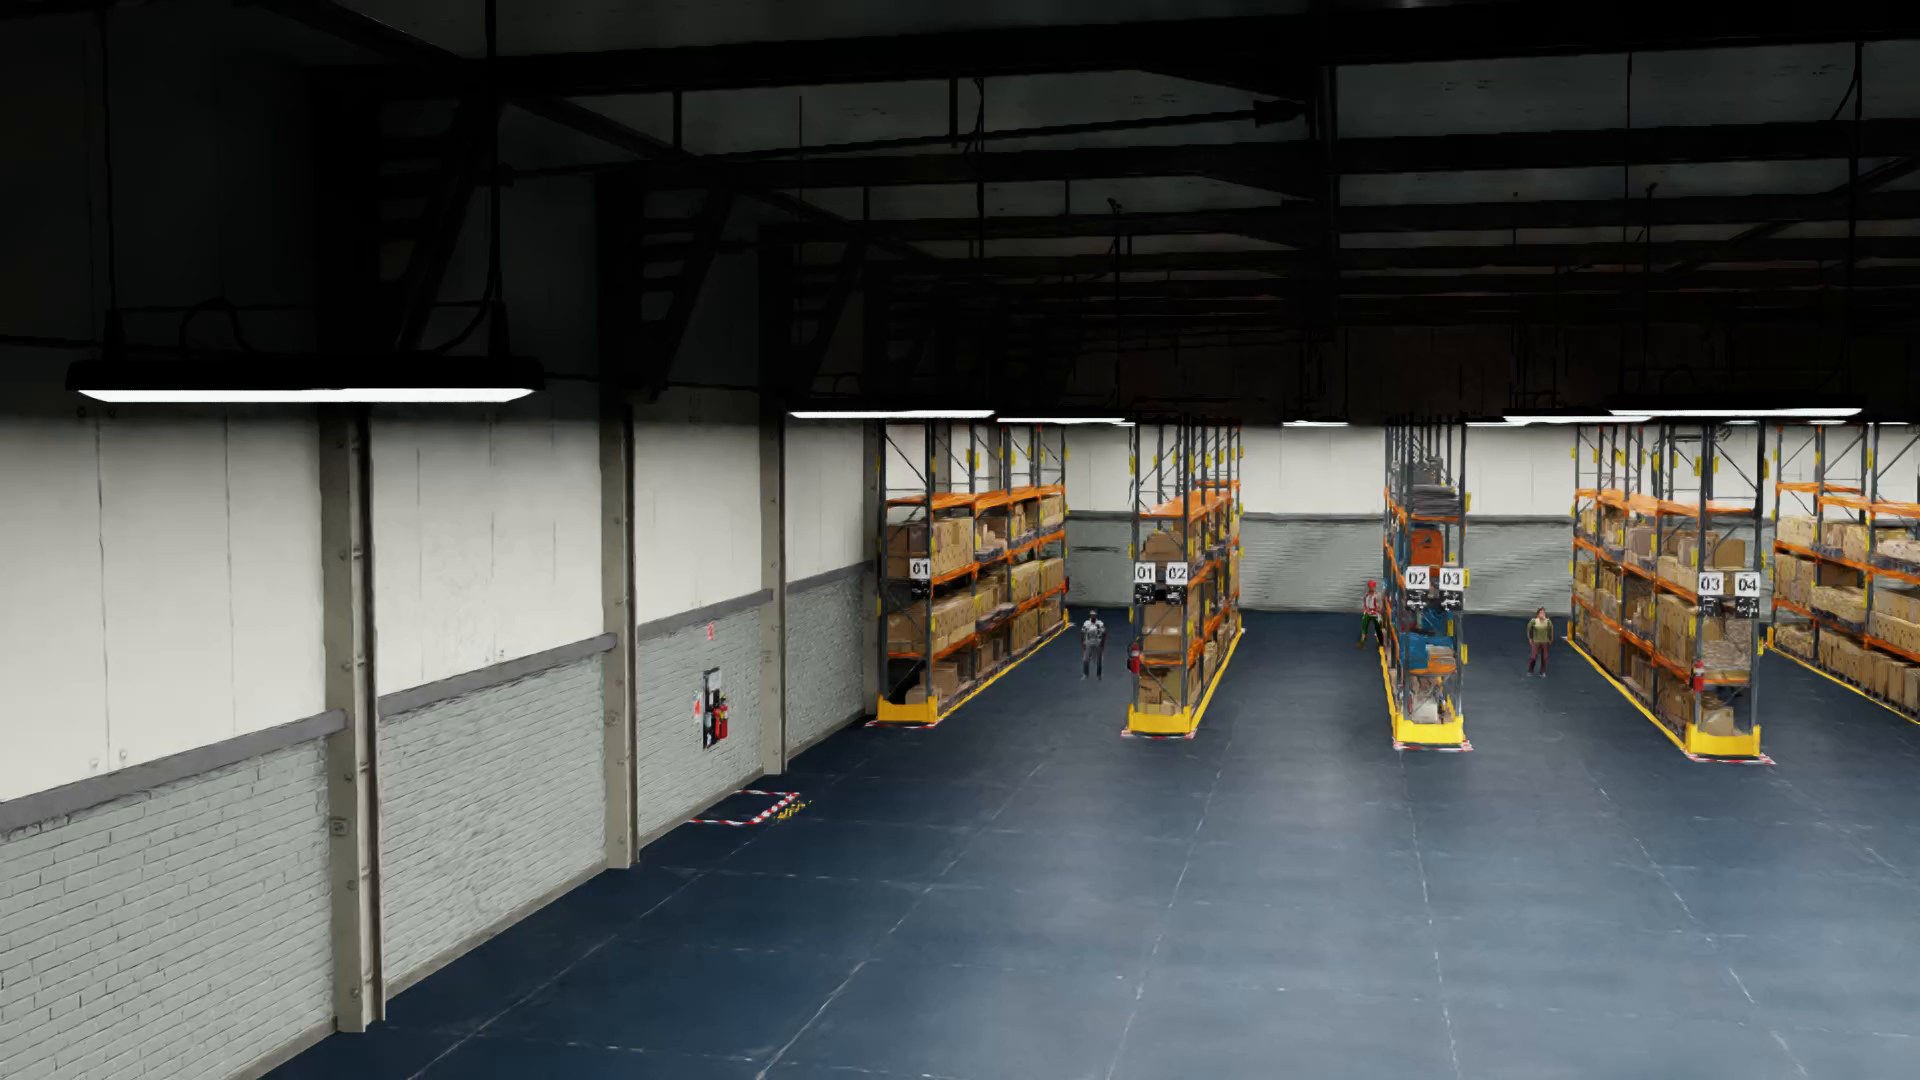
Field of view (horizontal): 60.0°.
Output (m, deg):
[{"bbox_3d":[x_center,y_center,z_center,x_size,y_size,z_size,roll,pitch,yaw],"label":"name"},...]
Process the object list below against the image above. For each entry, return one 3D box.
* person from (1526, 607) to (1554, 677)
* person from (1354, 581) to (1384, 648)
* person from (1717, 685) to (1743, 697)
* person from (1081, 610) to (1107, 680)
[{"bbox_3d":[13.315,2.338,38.190,0.598,1.619,0.507,1,4,11],"label":"person"},{"bbox_3d":[10.687,1.911,43.201,0.589,1.717,0.952,3,5,40],"label":"person"},{"bbox_3d":[16.413,2.484,35.553,0.536,1.648,1.115,1,4,15],"label":"person"},{"bbox_3d":[3.030,2.365,37.729,0.592,1.629,0.531,1,4,10],"label":"person"}]
